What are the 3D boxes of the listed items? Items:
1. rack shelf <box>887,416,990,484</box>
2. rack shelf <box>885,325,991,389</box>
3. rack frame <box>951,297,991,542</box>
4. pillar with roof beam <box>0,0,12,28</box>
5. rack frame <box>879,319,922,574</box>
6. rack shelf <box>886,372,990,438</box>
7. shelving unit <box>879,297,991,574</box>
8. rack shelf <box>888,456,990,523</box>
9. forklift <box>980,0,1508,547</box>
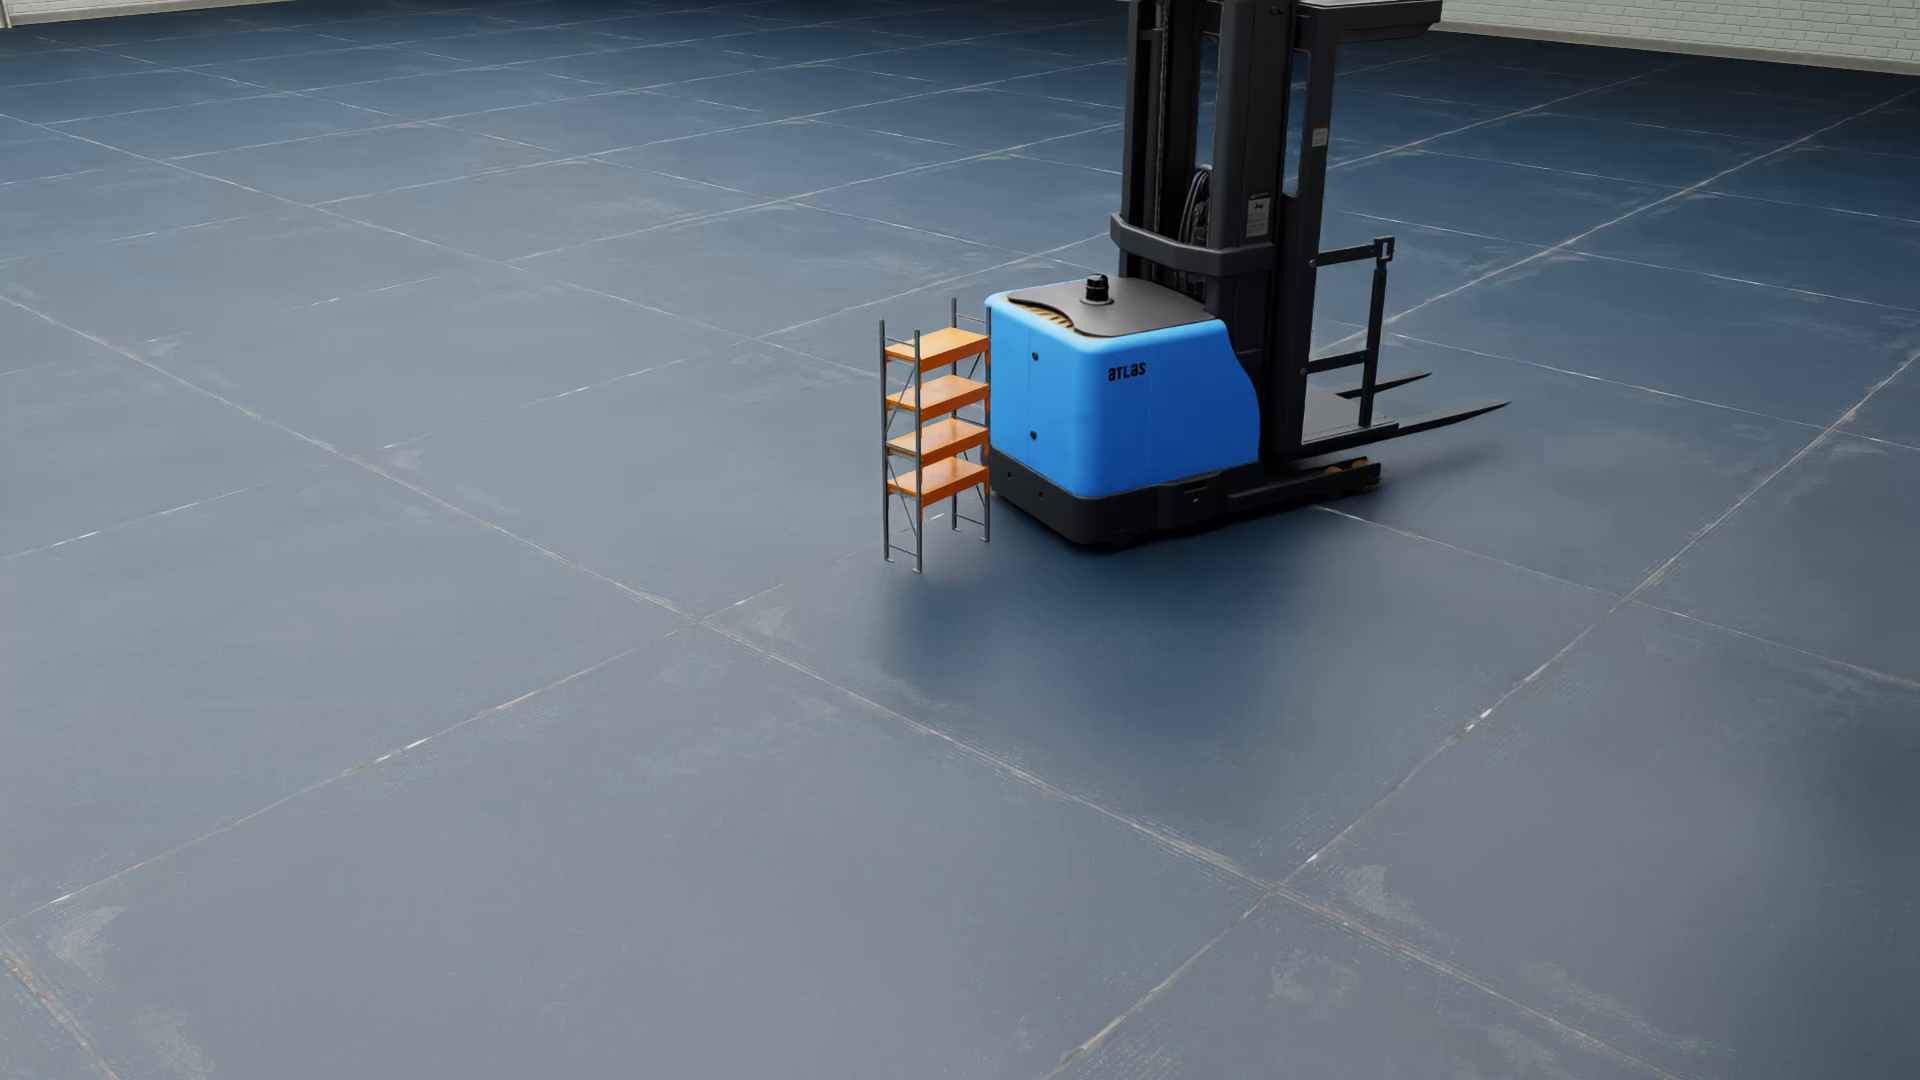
[{"bbox_3d":[-0.110,-0.436,7.920,0.258,0.148,0.480,20,31,38],"label":"rack shelf"},{"bbox_3d":[-0.110,-0.856,7.731,0.258,0.148,0.480,20,31,38],"label":"rack shelf"},{"bbox_3d":[0.052,-0.571,8.058,0.240,1.200,0.015,20,31,38],"label":"rack frame"},{"bbox_3d":[-12.072,-11.034,21.861,9.100,9.000,0.400,20,31,38],"label":"pillar with roof beam"},{"bbox_3d":[-0.273,-0.423,7.726,0.240,1.200,0.015,20,31,38],"label":"rack frame"},{"bbox_3d":[-0.110,-0.640,7.828,0.258,0.148,0.480,20,31,38],"label":"rack shelf"},{"bbox_3d":[-0.110,-0.497,7.892,0.258,1.200,0.503,20,31,38],"label":"shelving unit"},{"bbox_3d":[-0.110,-0.254,8.001,0.258,0.148,0.480,20,31,38],"label":"rack shelf"},{"bbox_3d":[1.641,-1.727,8.520,3.031,2.935,1.130,-13,27,-27],"label":"forklift"}]
